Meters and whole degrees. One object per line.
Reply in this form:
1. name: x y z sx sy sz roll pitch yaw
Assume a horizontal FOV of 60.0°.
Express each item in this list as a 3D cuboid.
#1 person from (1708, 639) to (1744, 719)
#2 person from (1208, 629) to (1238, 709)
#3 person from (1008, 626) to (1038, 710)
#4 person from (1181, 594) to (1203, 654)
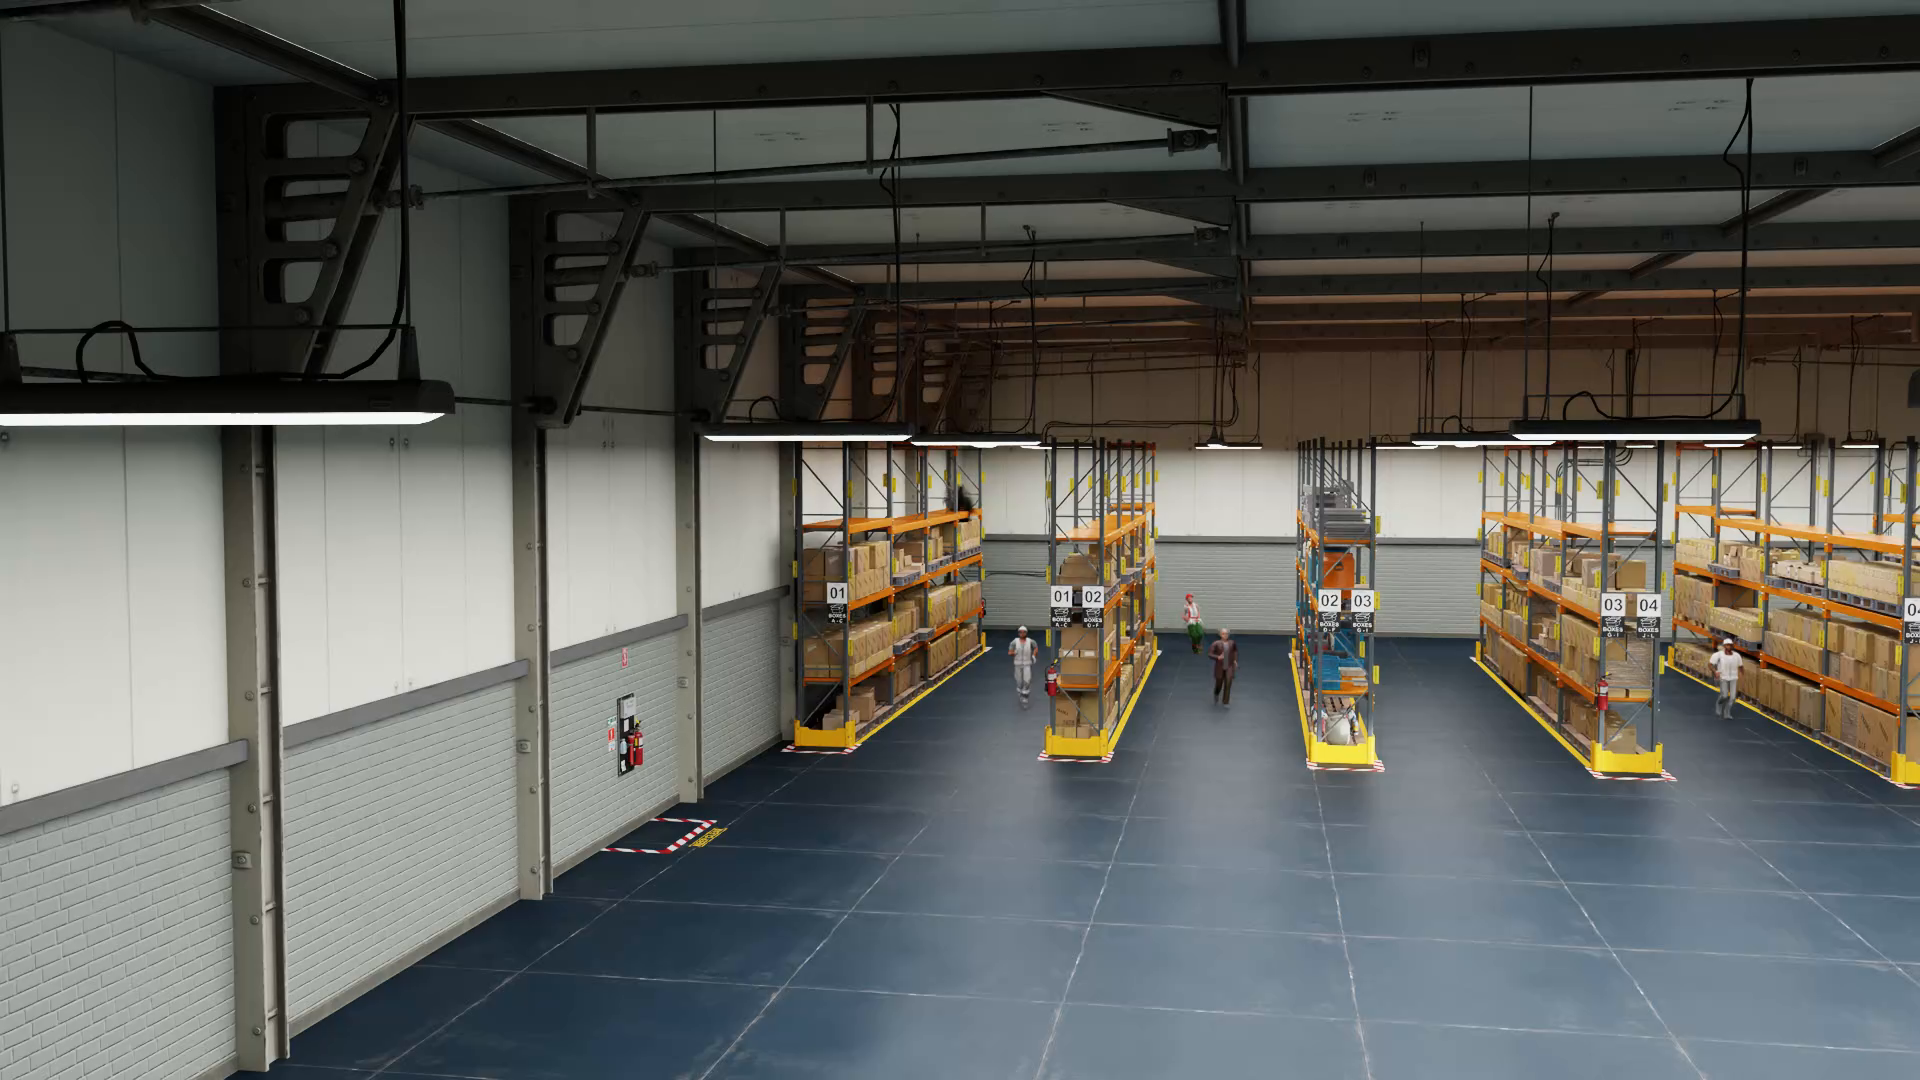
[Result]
1. person: 16.438 2.974 35.589 0.695 1.718 0.593 0 3 5
2. person: 5.898 2.863 37.225 0.716 1.753 0.901 0 3 -4
3. person: 1.401 2.835 37.217 0.636 1.821 0.843 0 3 7
4. person: 6.591 2.377 46.919 0.706 1.713 0.599 -1 3 -21
